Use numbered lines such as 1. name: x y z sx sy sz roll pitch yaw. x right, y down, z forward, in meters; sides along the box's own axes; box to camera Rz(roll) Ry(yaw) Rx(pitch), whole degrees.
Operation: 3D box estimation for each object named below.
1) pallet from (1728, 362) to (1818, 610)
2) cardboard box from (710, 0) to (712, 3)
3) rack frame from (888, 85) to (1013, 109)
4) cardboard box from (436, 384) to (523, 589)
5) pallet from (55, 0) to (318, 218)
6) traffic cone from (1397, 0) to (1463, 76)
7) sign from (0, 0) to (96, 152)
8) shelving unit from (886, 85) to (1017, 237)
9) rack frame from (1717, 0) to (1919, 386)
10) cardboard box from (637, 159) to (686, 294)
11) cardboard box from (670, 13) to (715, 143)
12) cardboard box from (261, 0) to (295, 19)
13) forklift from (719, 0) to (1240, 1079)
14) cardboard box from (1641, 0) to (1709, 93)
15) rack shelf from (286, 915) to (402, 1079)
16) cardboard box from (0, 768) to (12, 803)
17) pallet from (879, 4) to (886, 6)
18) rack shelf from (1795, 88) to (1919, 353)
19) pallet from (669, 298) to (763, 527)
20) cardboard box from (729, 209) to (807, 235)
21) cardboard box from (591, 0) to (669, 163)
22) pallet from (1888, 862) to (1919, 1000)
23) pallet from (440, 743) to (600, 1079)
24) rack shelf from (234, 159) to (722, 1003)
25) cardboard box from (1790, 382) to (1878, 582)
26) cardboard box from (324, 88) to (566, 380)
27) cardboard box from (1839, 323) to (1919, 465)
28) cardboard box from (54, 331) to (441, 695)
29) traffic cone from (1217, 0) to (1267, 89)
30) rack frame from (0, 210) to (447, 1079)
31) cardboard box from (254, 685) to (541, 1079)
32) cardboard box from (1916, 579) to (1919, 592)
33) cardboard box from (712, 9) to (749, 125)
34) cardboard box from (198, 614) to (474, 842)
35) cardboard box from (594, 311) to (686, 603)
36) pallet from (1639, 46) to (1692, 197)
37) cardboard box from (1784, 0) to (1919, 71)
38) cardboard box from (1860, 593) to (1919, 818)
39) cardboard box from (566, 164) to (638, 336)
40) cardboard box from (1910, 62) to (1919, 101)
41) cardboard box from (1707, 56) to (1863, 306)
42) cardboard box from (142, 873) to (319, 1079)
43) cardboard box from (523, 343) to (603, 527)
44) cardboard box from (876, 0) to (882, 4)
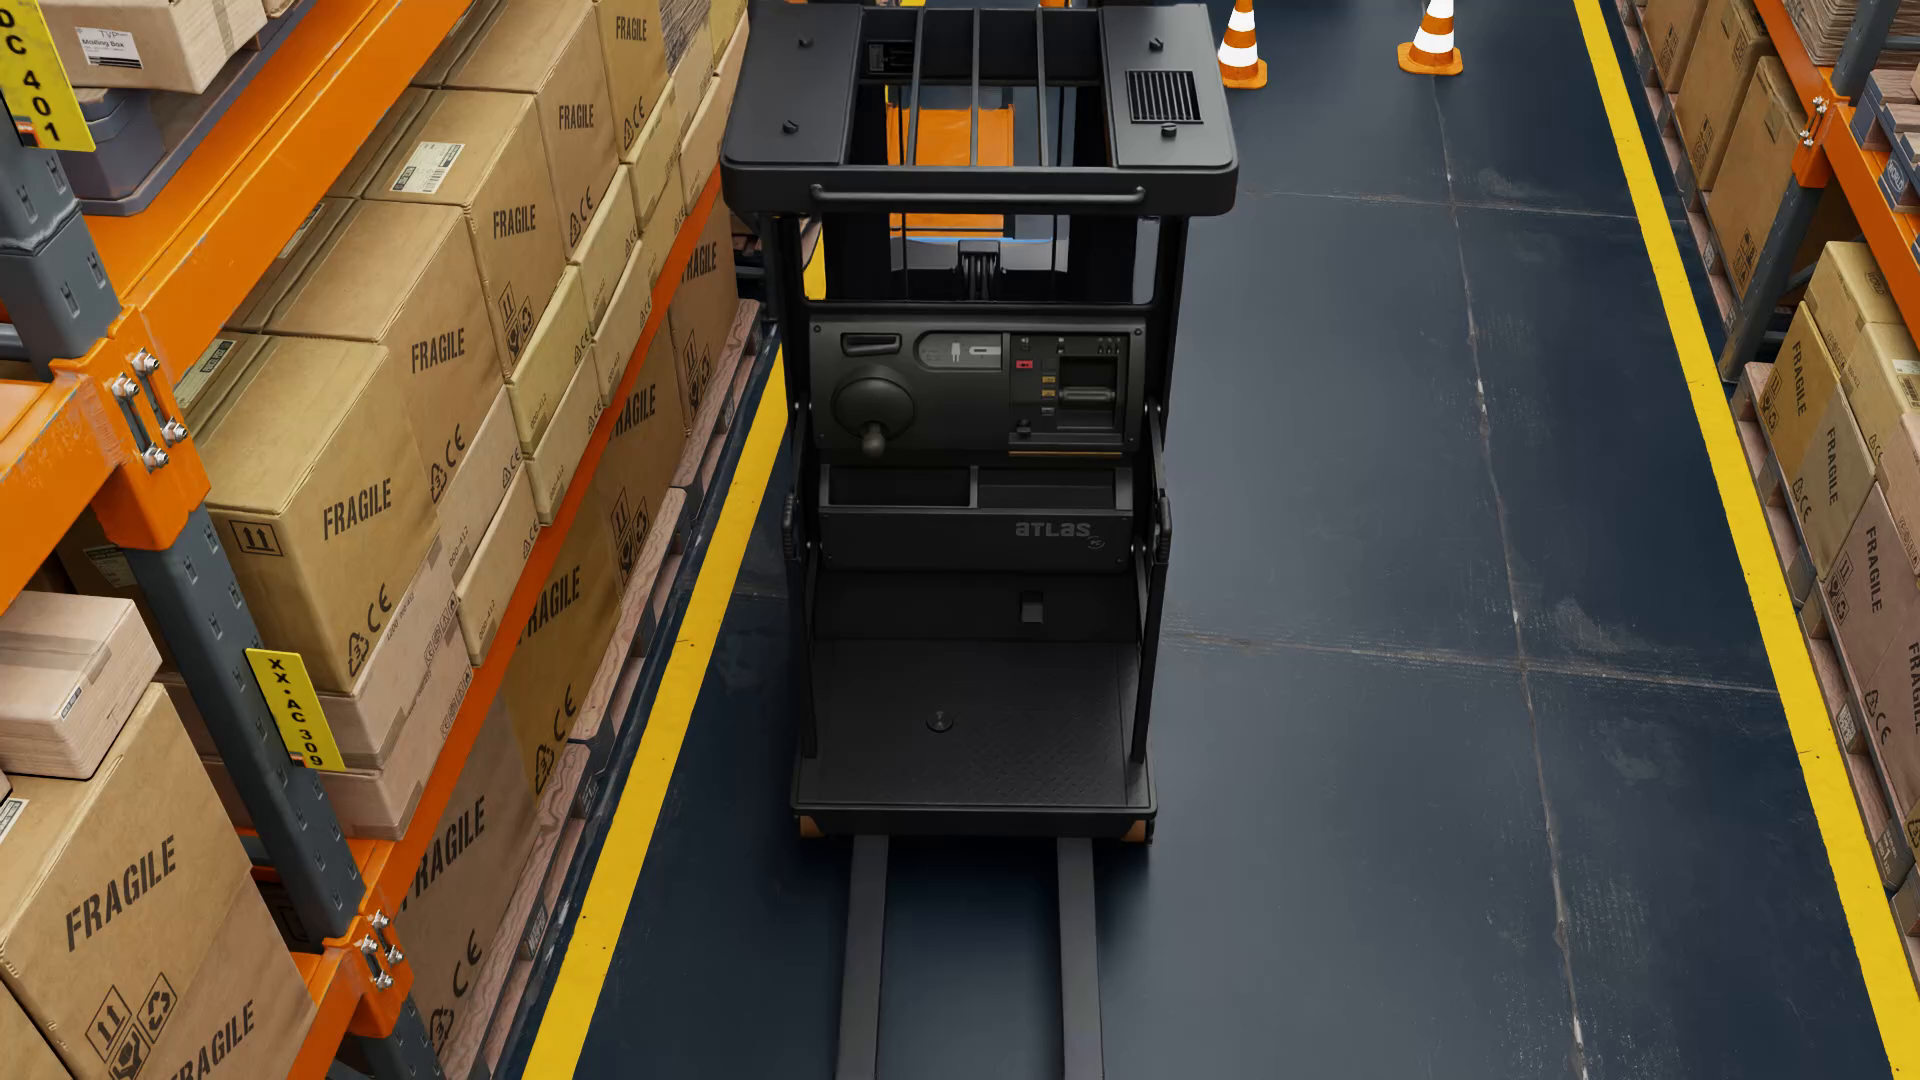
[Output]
1. pallet: 3.579 -0.191 6.298 1.003 0.211 1.213 5 44 6
2. cardboard box: -1.046 -2.140 5.529 0.500 0.500 0.500 4 44 4
3. rack frame: -0.038 -1.452 6.966 0.500 1.125 0.032 1 43 1
4. cardboard box: -1.386 -0.150 3.972 0.500 0.250 0.500 6 44 6
5. pallet: -1.693 -1.040 3.124 0.805 0.209 1.217 4 44 4
6. traffic cone: 2.538 -2.764 8.833 0.336 0.463 0.334 5 44 6
7. sign: -1.215 -0.647 2.136 0.100 0.325 0.005 5 44 6
8. shelving unit: -0.046 -1.103 6.597 0.538 1.125 1.048 1 43 1
9. rack frame: 3.684 -1.736 5.902 1.000 3.000 0.127 5 44 6
10. cardboard box: -1.180 -1.003 5.237 0.500 0.250 0.500 5 44 5
11. cardboard box: -1.113 -1.541 5.441 0.500 0.250 0.500 4 44 4
12. cardboard box: -1.361 -1.243 2.821 0.500 0.500 0.500 5 44 5
13. forklift: 0.046 -0.337 4.474 1.130 2.935 3.031 1 43 1
14. cardboard box: 4.088 -2.709 8.260 1.050 0.750 0.750 5 44 6
15. rack shelf: -2.030 2.233 2.233 1.077 0.370 4.000 5 44 6
16. cardboard box: -1.633 0.383 2.392 0.380 0.149 0.250 6 44 7
17. pallet: -0.968 -2.466 8.701 1.003 0.211 1.213 5 44 6
18. rack shelf: 3.419 -0.112 4.709 1.077 0.370 4.000 5 44 6
19. pallet: -1.415 -0.574 6.703 1.003 0.211 1.213 5 44 6
20. cardboard box: -1.152 -1.699 7.469 0.950 0.372 0.625 3 43 3
21. cardboard box: -1.177 -1.452 4.802 0.500 0.500 0.500 5 44 6
22. pallet: 3.256 1.472 4.542 1.003 0.211 1.213 5 44 6
23. pallet: -1.738 1.089 4.946 1.003 0.211 1.213 5 44 6
24. rack shelf: -1.501 -0.493 5.112 1.077 0.370 4.000 5 44 6
25. cardboard box: 3.274 -0.179 5.770 0.500 0.500 0.500 6 44 6
26. cardboard box: -1.314 -0.755 4.065 0.500 0.500 0.500 4 44 4
27. cardboard box: 3.285 -0.459 5.521 0.500 0.250 0.500 5 44 5
28. cardboard box: -1.422 -0.064 3.336 0.500 0.500 0.500 6 44 6
29. traffic cone: 1.469 -2.661 8.724 0.336 0.463 0.334 5 44 6
30. rack frame: -1.765 0.609 3.425 1.000 3.000 0.127 5 44 6
31. cardboard box: -1.763 0.798 4.465 0.875 0.875 0.875 6 44 7
32. cardboard box: 3.140 0.232 4.791 0.500 0.250 0.500 3 44 4
33. cardboard box: -1.046 -1.694 5.967 0.500 0.250 0.500 4 44 4
34. cardboard box: -1.445 0.388 3.768 0.500 0.250 0.500 4 44 5
35. cardboard box: -1.532 -0.427 5.759 0.875 0.875 0.875 6 44 6
36. pallet: 4.026 -2.083 8.296 1.003 0.211 1.213 5 44 6
37. cardboard box: 3.477 -2.103 6.217 0.500 0.500 0.500 5 44 6
38. cardboard box: 3.143 0.519 5.032 0.500 0.500 0.500 4 44 5
39. cardboard box: -1.229 -0.836 4.697 0.500 0.250 0.500 4 44 4
40. cardboard box: 3.424 -1.510 5.541 0.380 0.149 0.250 5 44 5
41. cardboard box: 3.853 -1.478 6.960 1.050 0.750 0.750 5 44 5
42. cardboard box: -1.573 0.912 3.032 0.500 0.500 0.500 6 44 6
43. cardboard box: -1.295 -0.313 4.508 0.500 0.250 0.500 5 44 5
44. cardboard box: -0.866 -3.193 9.047 0.950 0.372 0.625 8 44 8
